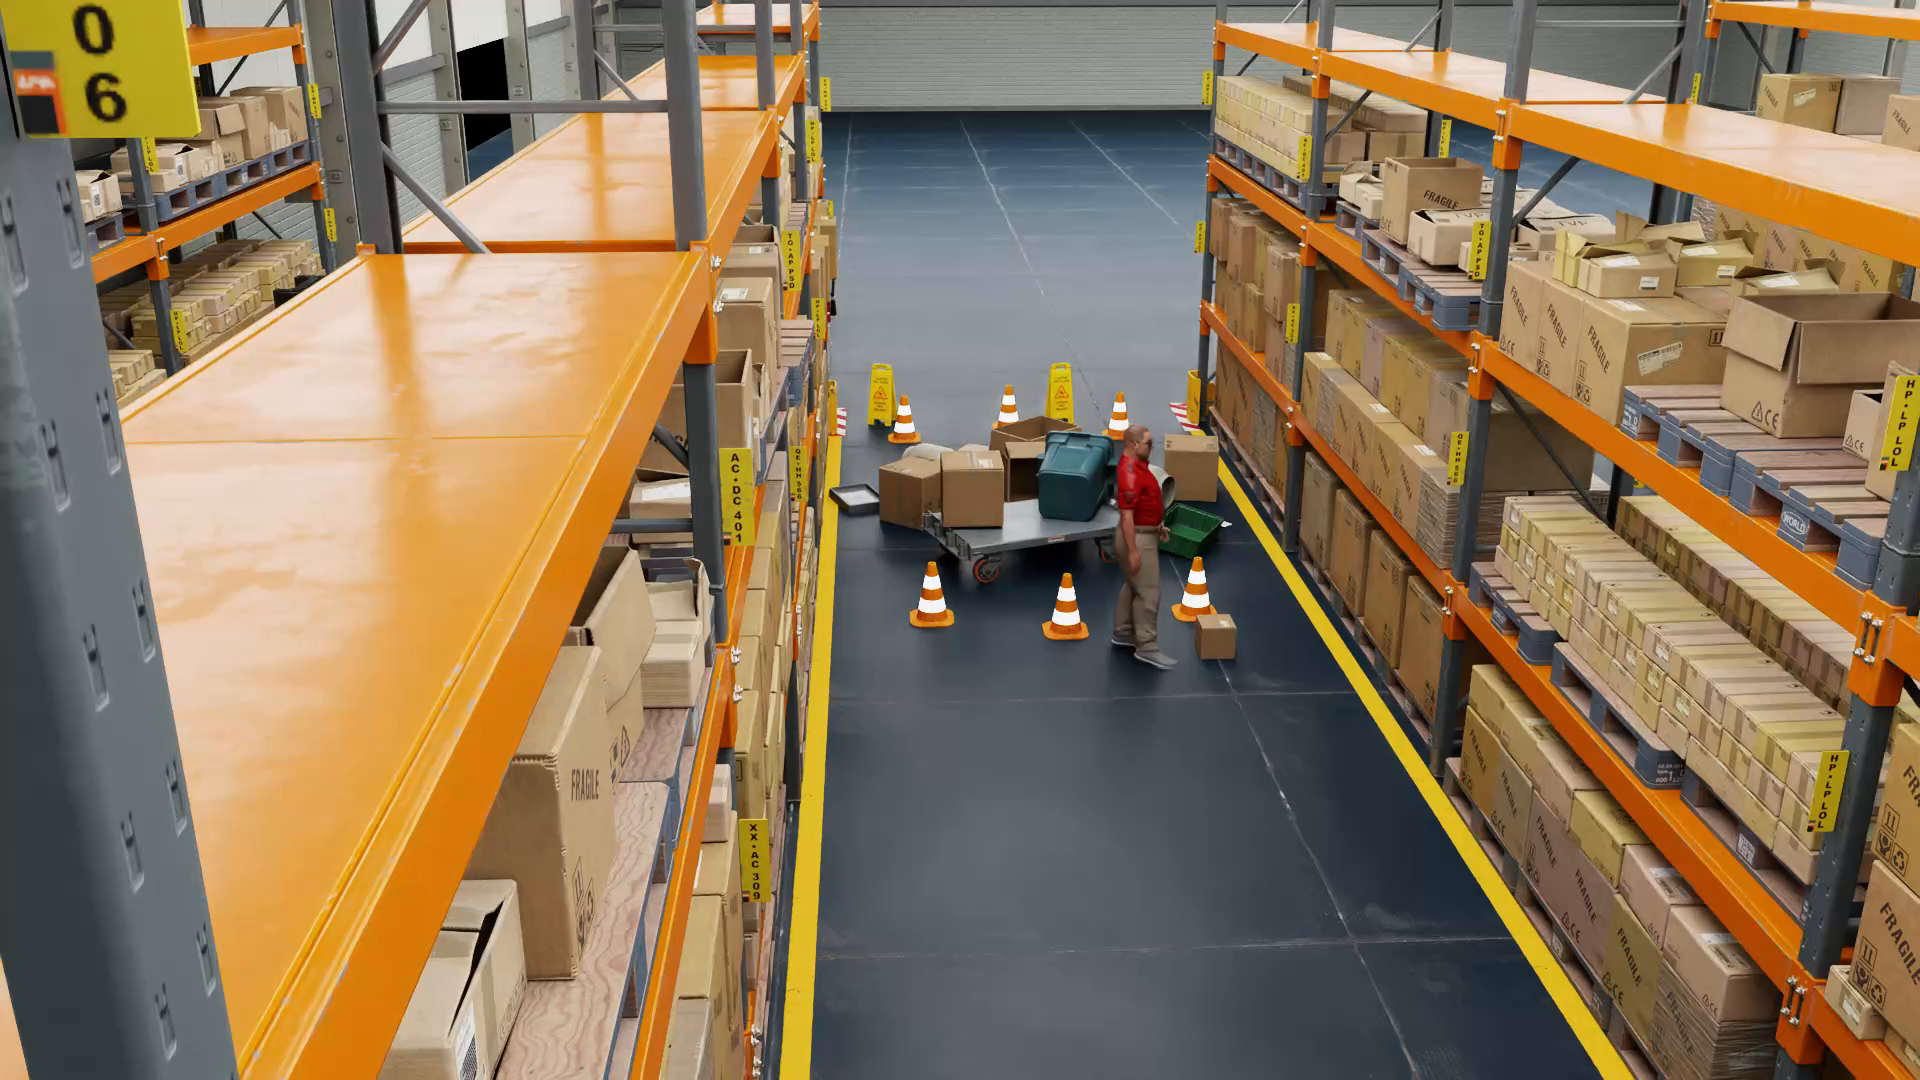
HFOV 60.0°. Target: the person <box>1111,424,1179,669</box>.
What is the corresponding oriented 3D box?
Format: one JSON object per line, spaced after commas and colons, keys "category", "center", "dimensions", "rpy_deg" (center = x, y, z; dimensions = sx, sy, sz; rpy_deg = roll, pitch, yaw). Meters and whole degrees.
{"category": "person", "center": [1.347, 0.023, 11.894], "dimensions": [0.492, 1.758, 0.579], "rpy_deg": [2, 20, 4]}
